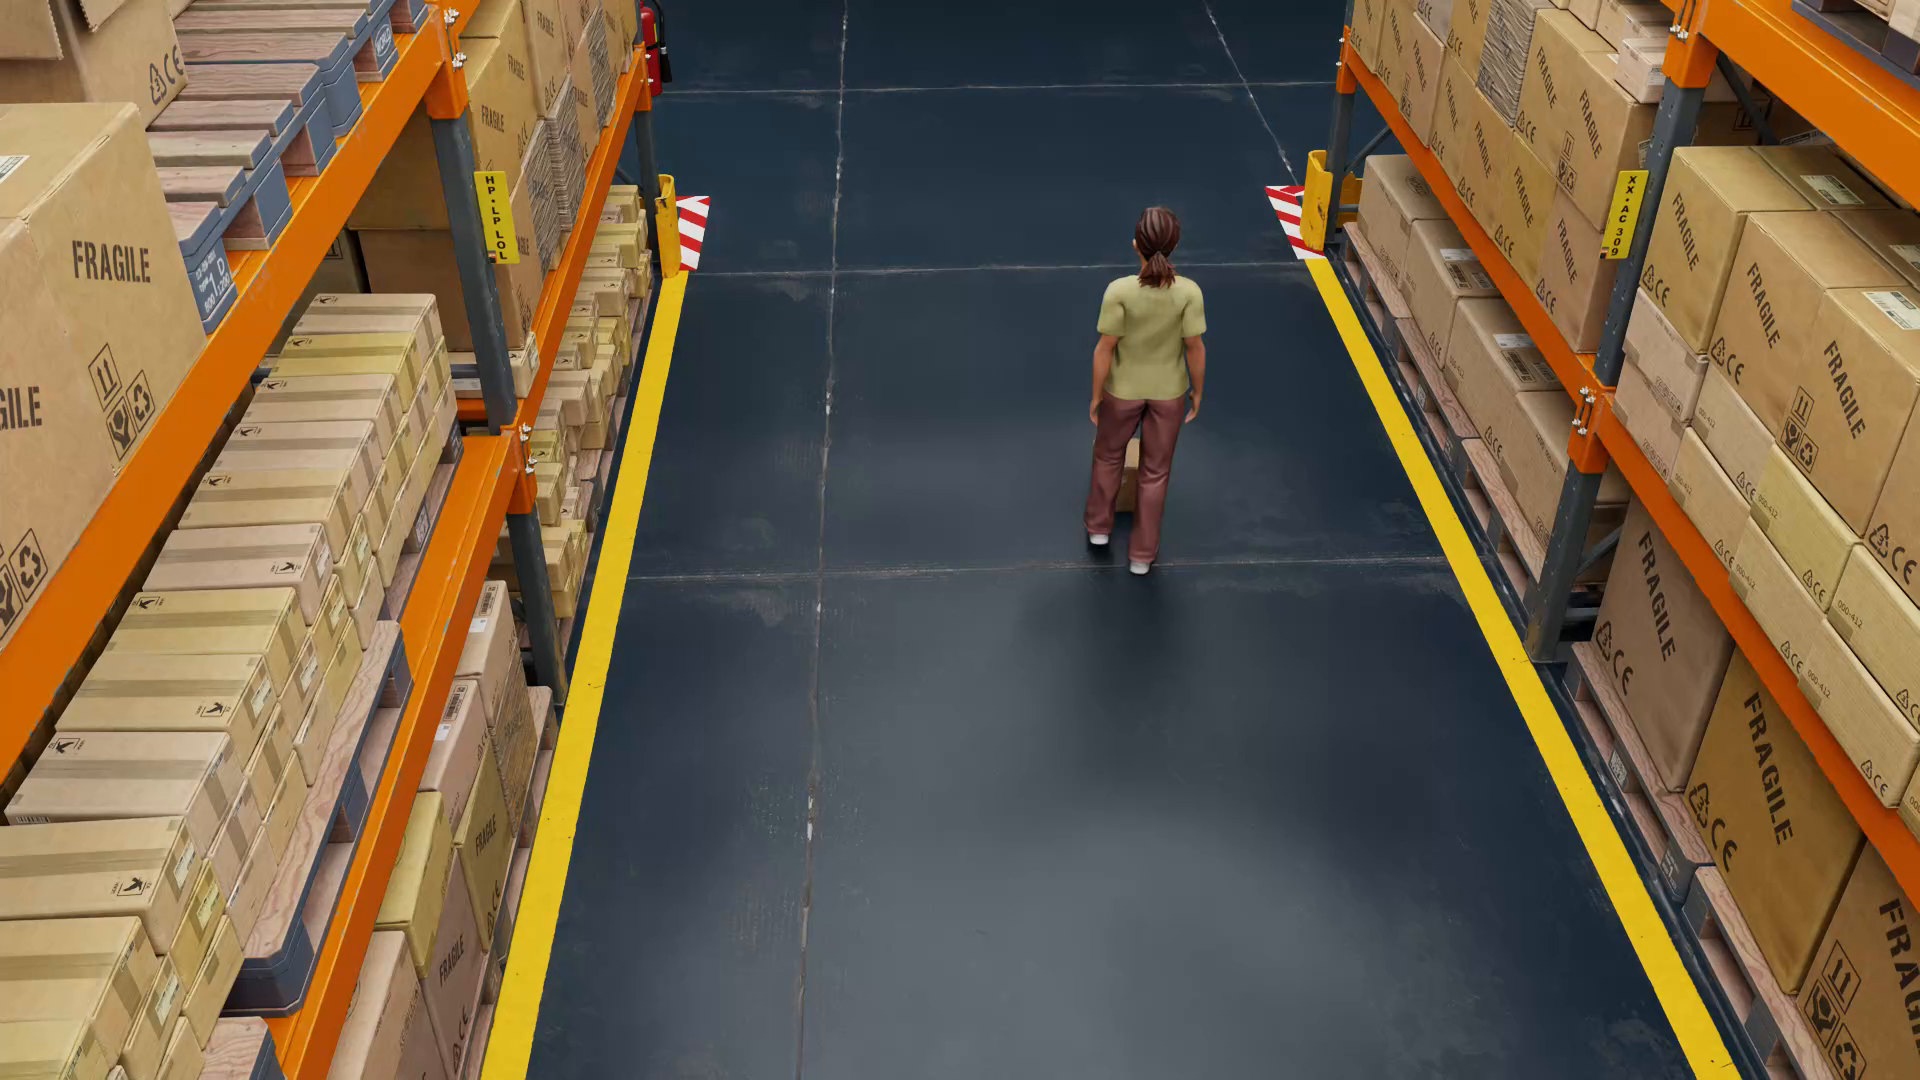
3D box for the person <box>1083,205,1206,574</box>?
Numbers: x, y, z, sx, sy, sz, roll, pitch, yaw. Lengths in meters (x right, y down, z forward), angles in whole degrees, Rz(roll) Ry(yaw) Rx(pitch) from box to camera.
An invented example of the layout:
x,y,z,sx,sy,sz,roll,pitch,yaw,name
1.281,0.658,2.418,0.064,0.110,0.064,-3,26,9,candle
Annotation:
x,y,z,sx,sy,sz,roll,pitch,yaw,name
0.786,-0.663,7.075,0.470,1.681,0.529,2,35,3,person
